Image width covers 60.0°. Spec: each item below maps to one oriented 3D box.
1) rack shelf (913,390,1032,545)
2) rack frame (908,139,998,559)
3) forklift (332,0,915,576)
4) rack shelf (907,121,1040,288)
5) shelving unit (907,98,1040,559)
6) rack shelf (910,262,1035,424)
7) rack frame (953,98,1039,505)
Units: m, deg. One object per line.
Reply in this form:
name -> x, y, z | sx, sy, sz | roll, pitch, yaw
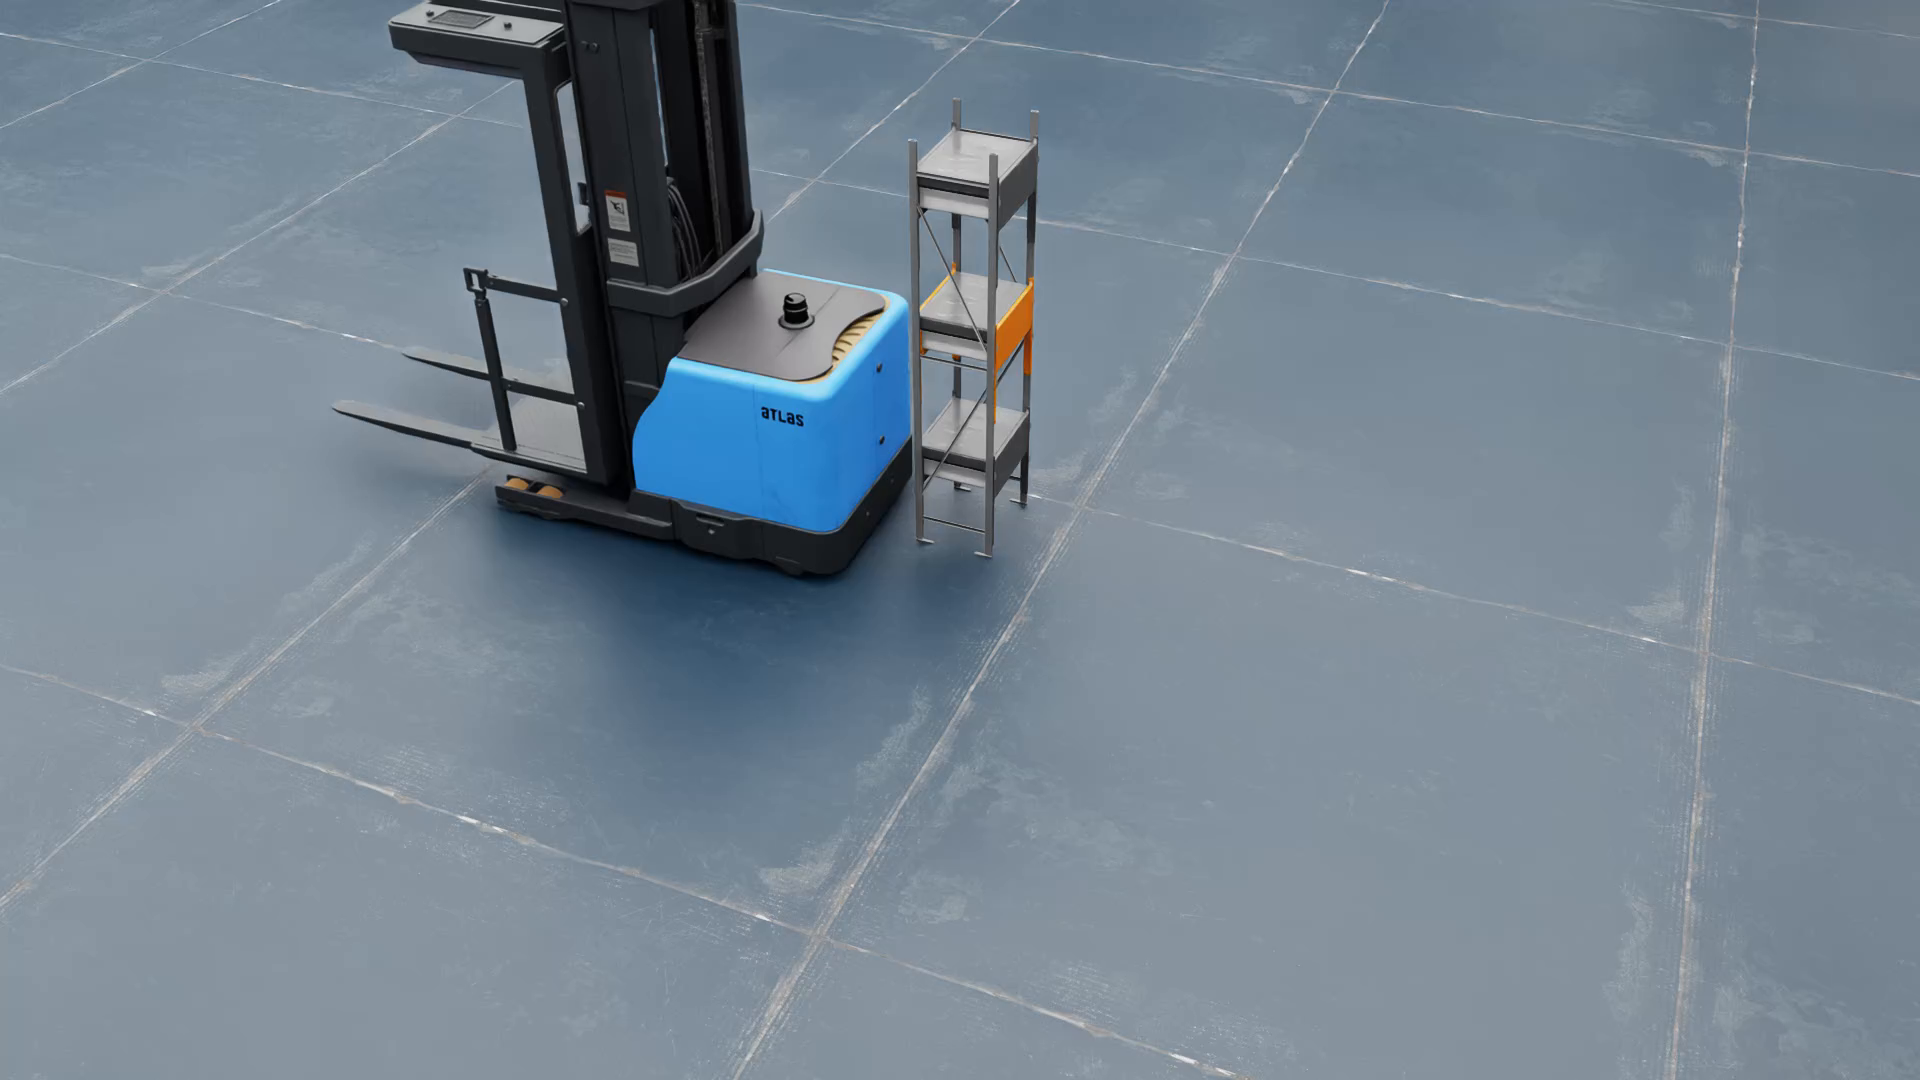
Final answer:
rack shelf -> 0.063, -0.361, 8.171 | 0.431, 0.518, 0.480 | 14, 39, 18
rack frame -> -0.030, -0.798, 7.563 | 0.400, 2.100, 0.015 | 14, 39, 18
forklift -> -1.805, -1.556, 7.883 | 3.031, 2.935, 1.130 | 13, 39, 17
rack shelf -> 0.063, -1.482, 7.333 | 0.431, 0.518, 0.480 | 14, 39, 18
shelving unit -> 0.063, -0.933, 7.744 | 0.431, 2.100, 0.503 | 14, 39, 18
rack shelf -> 0.063, -0.922, 7.752 | 0.431, 0.518, 0.480 | 14, 39, 18
rack frame -> 0.156, -1.068, 7.925 | 0.400, 2.100, 0.015 | 14, 39, 18
